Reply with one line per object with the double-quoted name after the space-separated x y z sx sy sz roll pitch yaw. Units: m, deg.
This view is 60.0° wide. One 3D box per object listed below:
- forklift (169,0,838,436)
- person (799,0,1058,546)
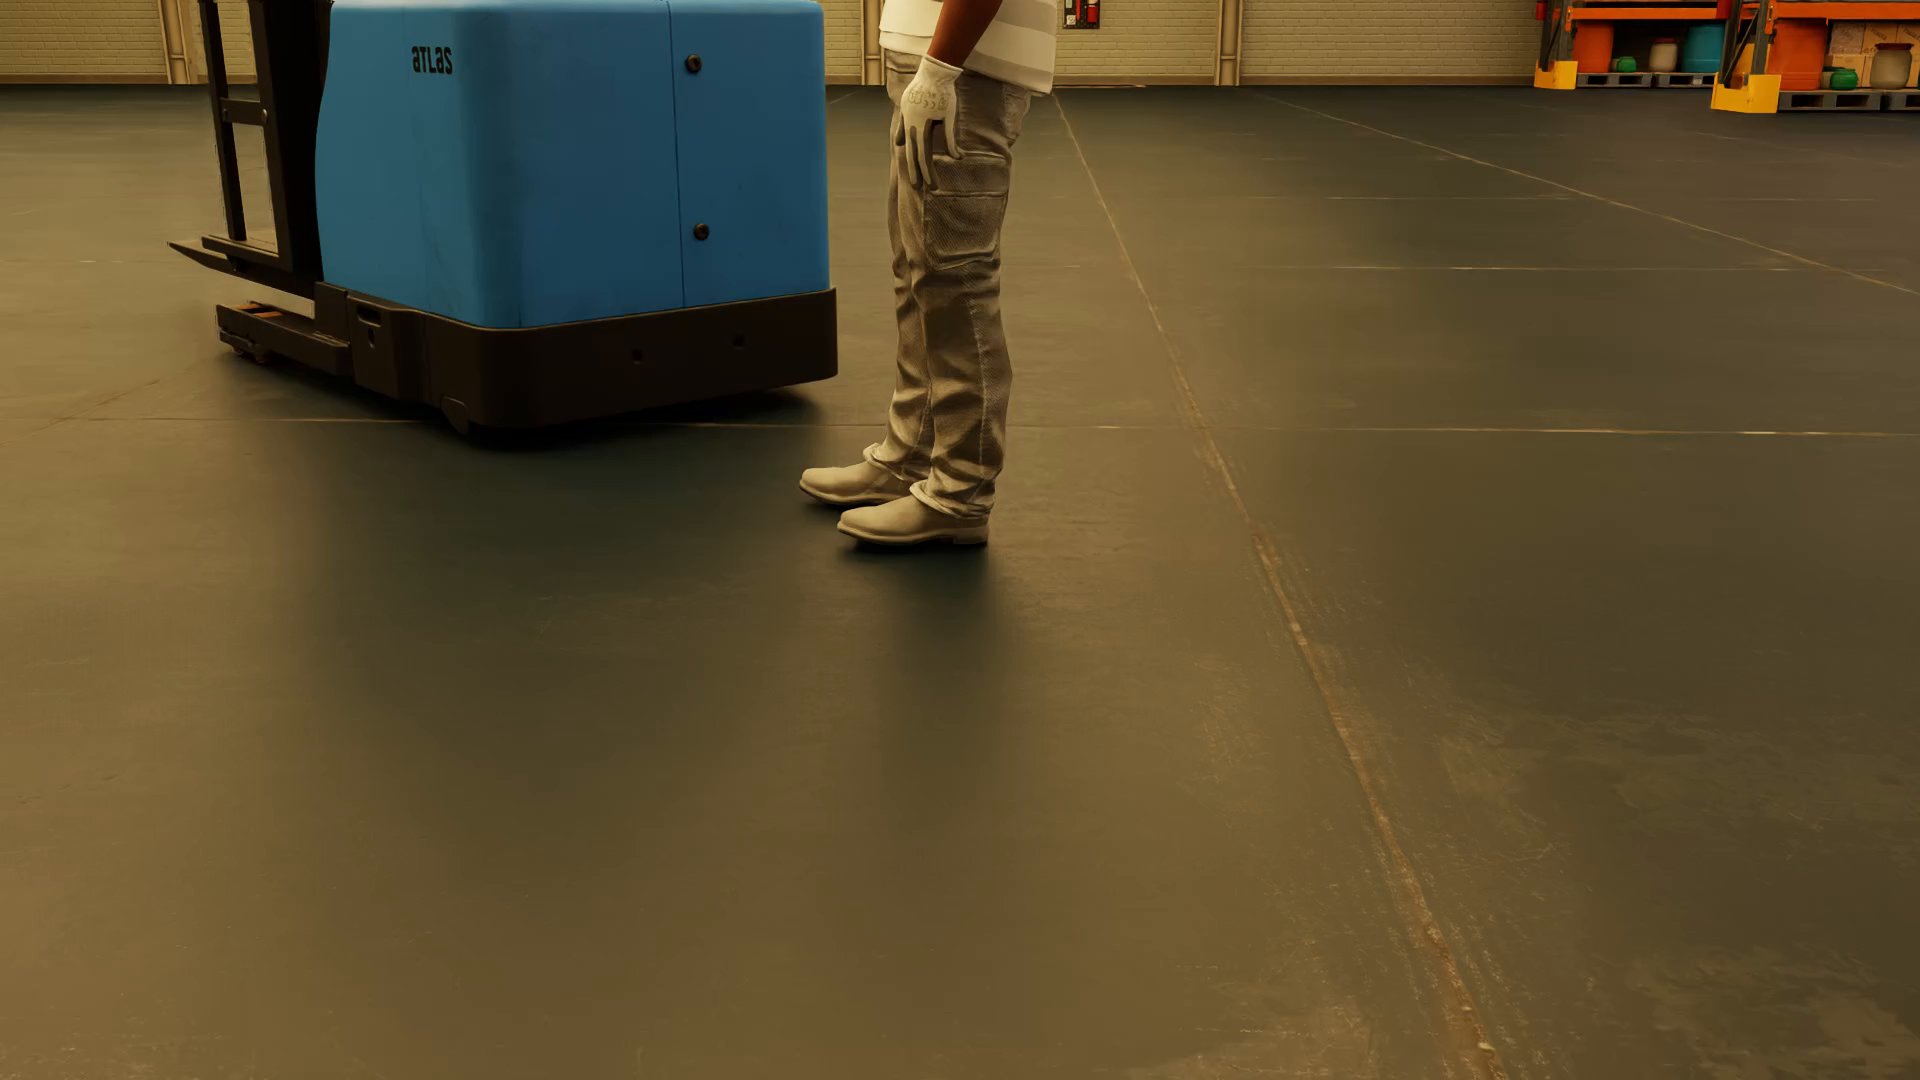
-1.689 -2.023 4.943 1.130 2.935 3.031 -15 22 -39 "forklift"
-0.072 -0.862 3.116 0.576 1.783 0.657 1 17 2 "person"
